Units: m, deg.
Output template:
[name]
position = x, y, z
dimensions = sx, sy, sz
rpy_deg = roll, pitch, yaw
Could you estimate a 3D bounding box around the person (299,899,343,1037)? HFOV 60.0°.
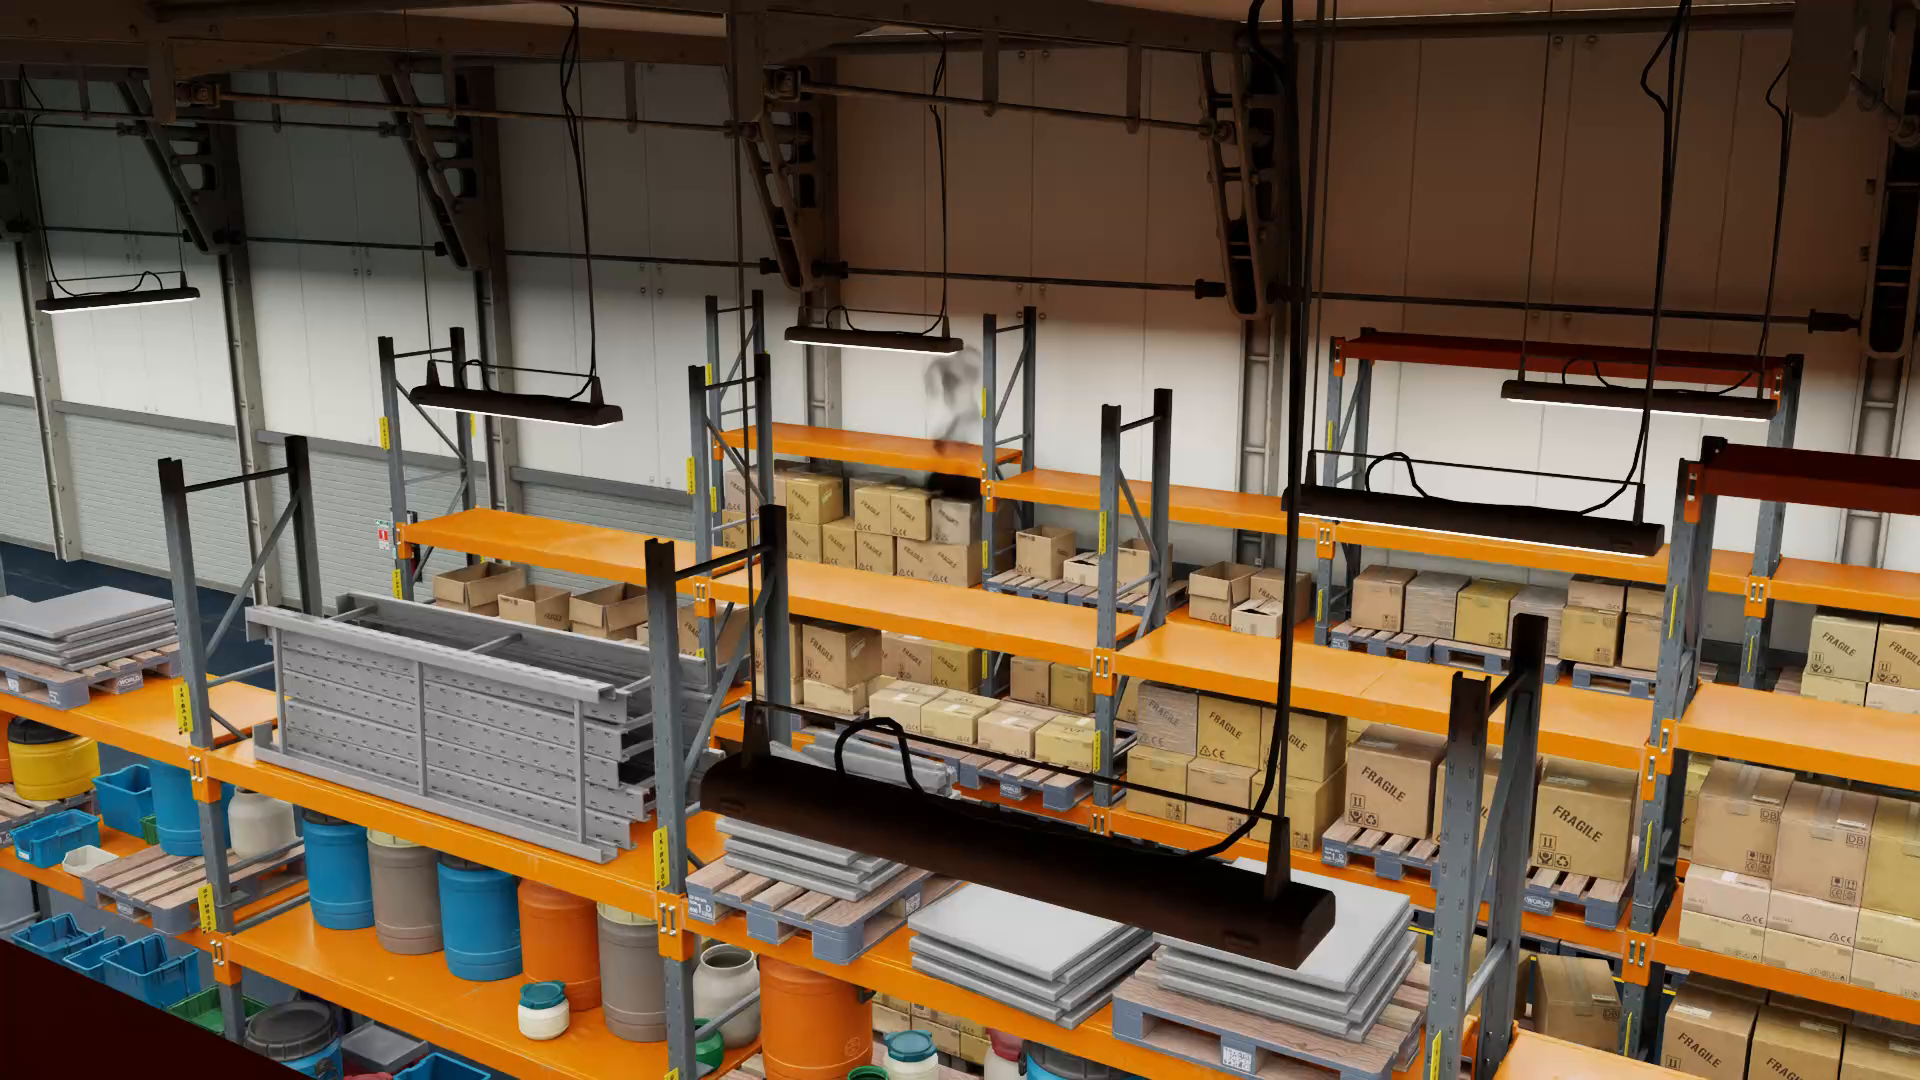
[person]
position = -5.546, 3.847, 14.325
dimensions = 0.630, 1.638, 0.567
rpy_deg = 7, 16, 27
